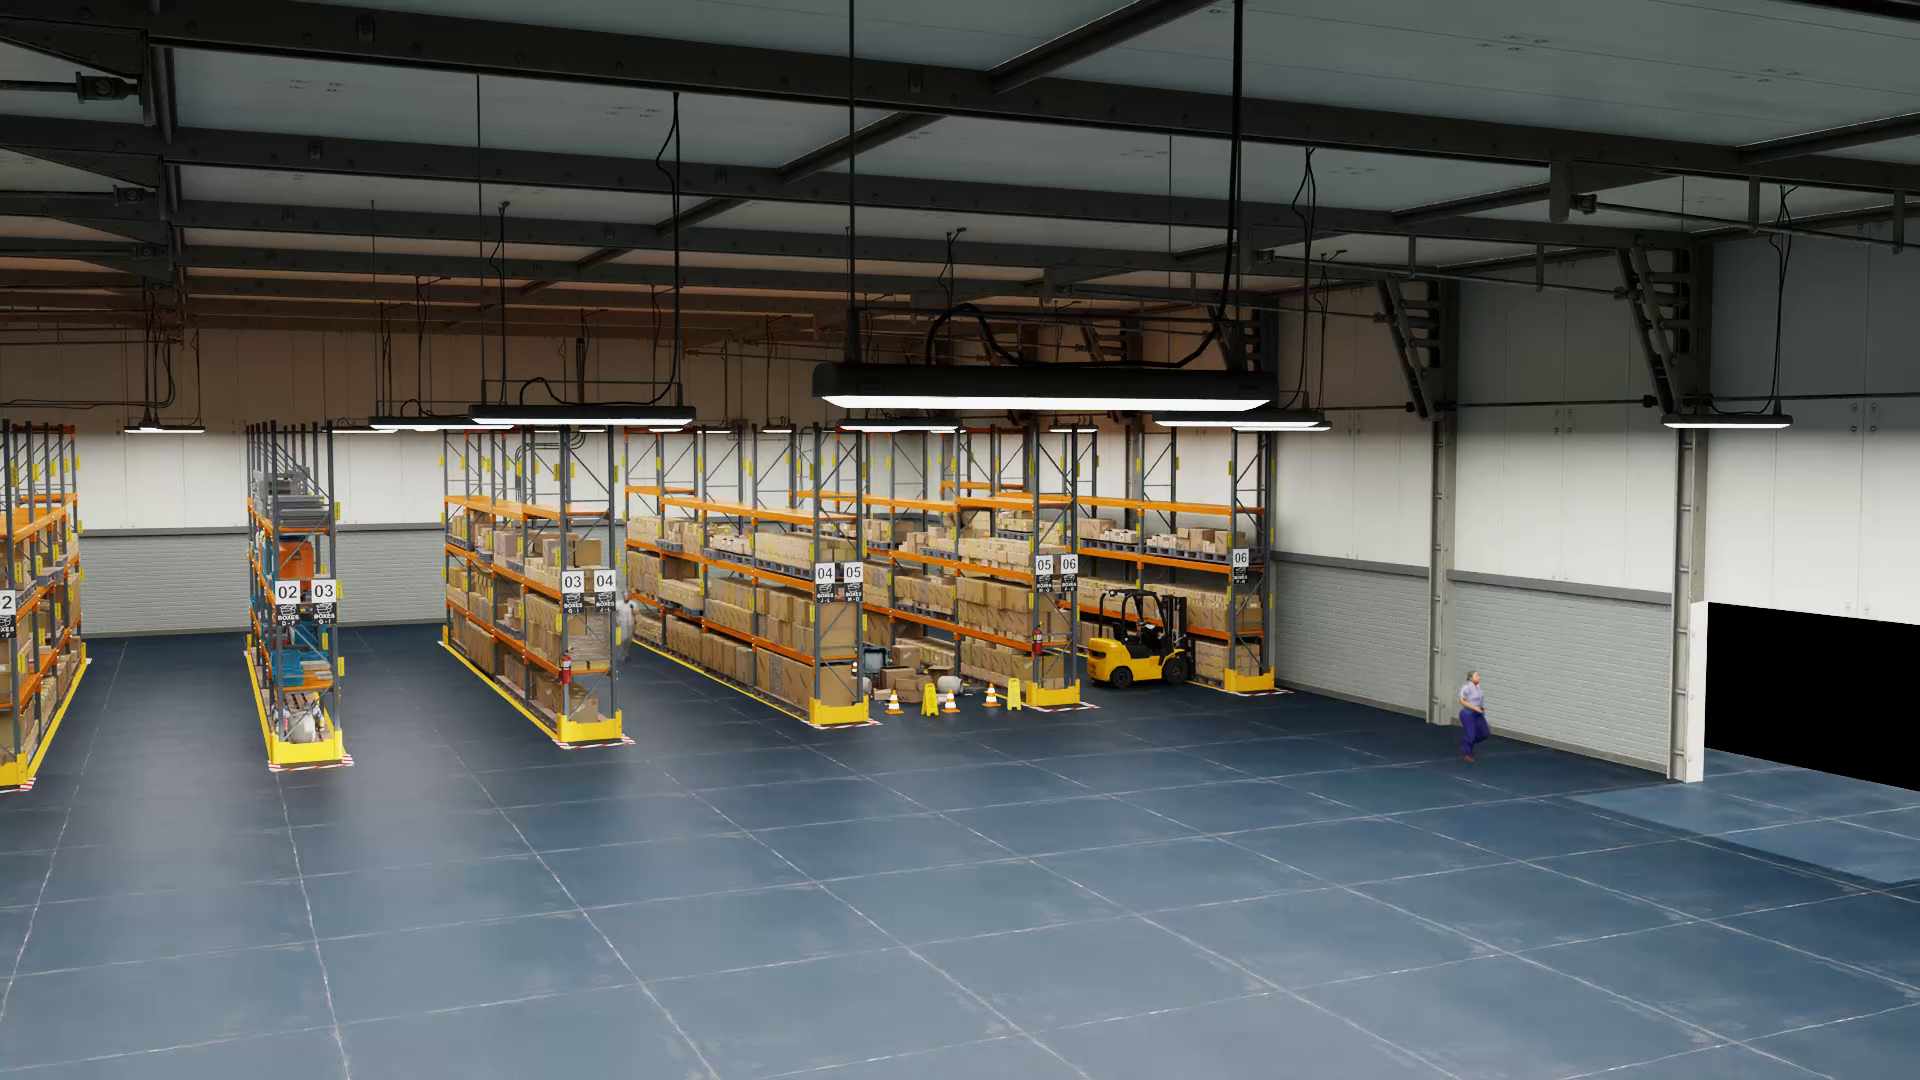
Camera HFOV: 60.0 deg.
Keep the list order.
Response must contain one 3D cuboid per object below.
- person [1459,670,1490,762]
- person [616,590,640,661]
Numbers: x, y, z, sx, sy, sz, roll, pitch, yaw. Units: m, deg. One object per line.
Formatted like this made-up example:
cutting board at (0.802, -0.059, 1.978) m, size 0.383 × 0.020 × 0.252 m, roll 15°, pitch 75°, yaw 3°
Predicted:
person at (9.024, 3.103, 29.249) m, size 0.590 × 1.590 × 0.536 m, roll -3°, pitch 5°, yaw -38°
person at (-8.520, 2.199, 42.602) m, size 0.625 × 1.862 × 0.782 m, roll -1°, pitch 4°, yaw -22°
